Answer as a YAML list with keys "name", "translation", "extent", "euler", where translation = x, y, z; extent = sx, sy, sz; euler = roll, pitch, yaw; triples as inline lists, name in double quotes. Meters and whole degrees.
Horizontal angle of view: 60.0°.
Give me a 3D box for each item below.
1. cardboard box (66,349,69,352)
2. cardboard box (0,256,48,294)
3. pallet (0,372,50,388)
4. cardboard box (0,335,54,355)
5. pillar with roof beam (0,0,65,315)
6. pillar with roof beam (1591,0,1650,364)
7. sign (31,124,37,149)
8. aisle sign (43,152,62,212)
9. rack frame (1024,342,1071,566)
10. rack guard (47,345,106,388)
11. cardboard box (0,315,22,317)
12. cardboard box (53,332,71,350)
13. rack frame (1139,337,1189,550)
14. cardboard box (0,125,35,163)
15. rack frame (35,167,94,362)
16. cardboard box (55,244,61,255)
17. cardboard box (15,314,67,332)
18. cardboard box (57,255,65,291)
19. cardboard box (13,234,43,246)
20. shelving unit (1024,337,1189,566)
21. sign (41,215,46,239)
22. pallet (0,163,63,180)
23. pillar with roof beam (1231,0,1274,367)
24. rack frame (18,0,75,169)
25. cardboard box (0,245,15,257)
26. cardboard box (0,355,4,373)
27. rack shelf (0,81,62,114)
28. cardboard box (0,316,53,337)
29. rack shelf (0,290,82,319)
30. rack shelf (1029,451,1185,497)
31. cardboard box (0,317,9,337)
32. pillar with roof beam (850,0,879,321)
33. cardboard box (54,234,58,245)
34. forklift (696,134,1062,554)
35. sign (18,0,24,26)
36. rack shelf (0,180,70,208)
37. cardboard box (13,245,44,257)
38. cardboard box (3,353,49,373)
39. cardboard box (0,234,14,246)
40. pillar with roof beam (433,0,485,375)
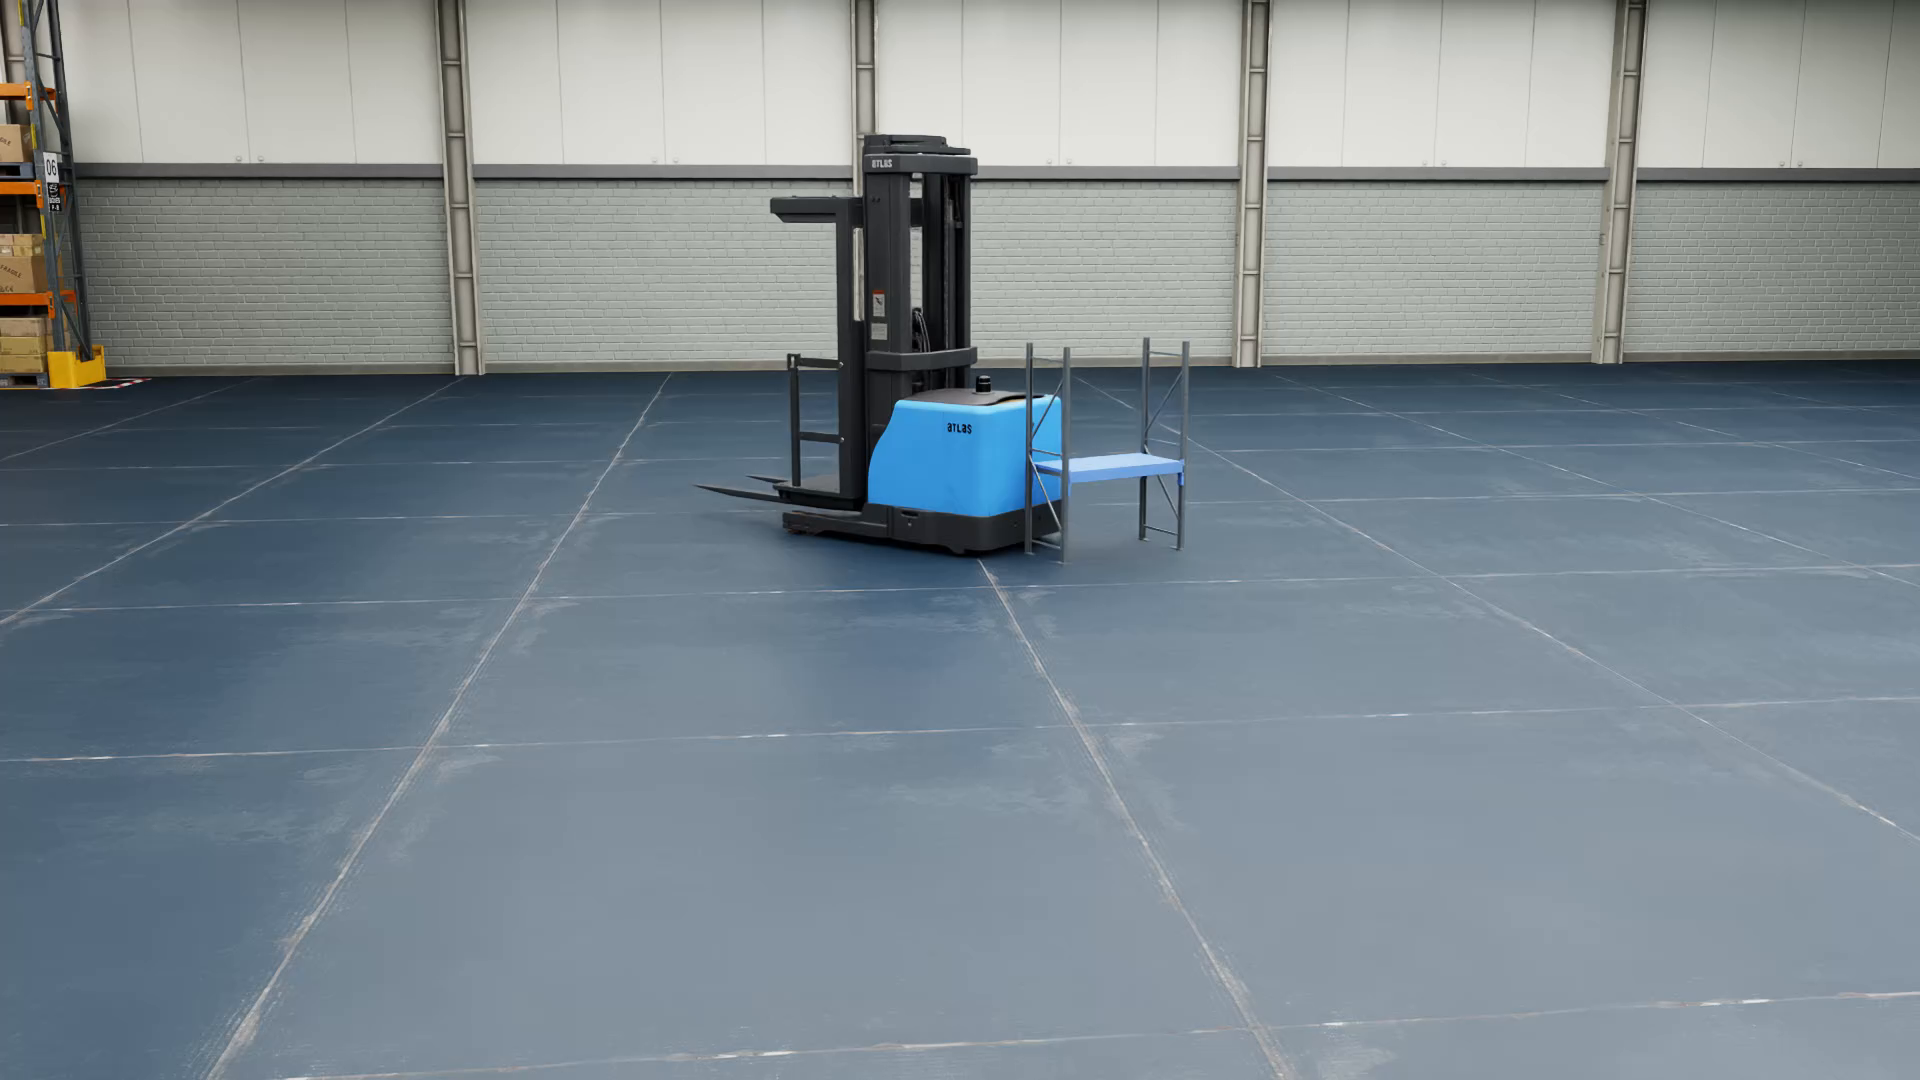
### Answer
- name: "cardboard box"
  translation: [-13.077, -2.579, 23.749]
  extent: [0.500, 0.250, 0.500]
  euler: [-1, 11, -6]
- name: "cardboard box"
  translation: [-13.029, -3.683, 23.068]
  extent: [0.500, 0.500, 0.500]
  euler: [-1, 11, -7]
- name: "pallet"
  translation: [-13.323, -2.303, 23.533]
  extent: [1.213, 0.211, 1.003]
  euler: [-1, 11, -6]
- name: "cardboard box"
  translation: [-13.018, -2.727, 23.206]
  extent: [0.500, 0.250, 0.500]
  euler: [-1, 11, -7]
- name: "pillar with roof beam"
  translation: [-12.892, -5.971, 19.413]
  extent: [0.400, 9.000, 9.100]
  euler: [-1, 11, -6]
- name: "pillar with roof beam"
  translation: [10.967, -6.471, 21.956]
  extent: [0.400, 9.000, 9.100]
  euler: [-1, 11, -6]
- name: "sign"
  translation: [-12.523, -5.458, 22.488]
  extent: [0.005, 0.325, 0.100]
  euler: [-1, 11, -6]
- name: "aisle sign"
  translation: [-12.471, -4.915, 22.855]
  extent: [0.004, 0.787, 0.394]
  euler: [-1, 11, -6]
- name: "rack frame"
  translation: [0.604, -0.602, 11.541]
  extent: [0.032, 1.500, 0.500]
  euler: [-7, 13, -30]
- name: "rack guard"
  translation: [-12.544, -2.469, 23.629]
  extent: [0.348, 0.500, 1.175]
  euler: [-1, 11, -6]
- name: "cardboard box"
  translation: [-13.562, -3.057, 23.591]
  extent: [0.500, 0.250, 0.500]
  euler: [-1, 11, -6]
- name: "cardboard box"
  translation: [-13.058, -2.827, 23.715]
  extent: [0.500, 0.250, 0.500]
  euler: [-1, 11, -5]
- name: "rack frame"
  translation: [1.474, -0.703, 12.056]
  extent: [0.032, 1.500, 0.500]
  euler: [-7, 13, -30]
- name: "cardboard box"
  translation: [-12.981, -5.415, 22.752]
  extent: [0.500, 0.500, 0.500]
  euler: [-1, 11, -4]
- name: "rack frame"
  translation: [-12.568, -3.695, 23.386]
  extent: [0.127, 3.000, 1.000]
  euler: [-1, 11, -6]
- name: "cardboard box"
  translation: [-12.933, -4.105, 23.531]
  extent: [0.250, 0.149, 0.380]
  euler: [-1, 11, -8]
- name: "cardboard box"
  translation: [-13.066, -3.068, 23.648]
  extent: [0.500, 0.250, 0.500]
  euler: [-1, 11, -7]
- name: "cardboard box"
  translation: [-13.090, -3.787, 23.595]
  extent: [0.500, 0.500, 0.500]
  euler: [-1, 11, -4]
- name: "cardboard box"
  translation: [-12.901, -4.160, 23.041]
  extent: [0.250, 0.149, 0.380]
  euler: [-1, 11, -6]
- name: "shelving unit"
  translation: [1.039, -0.652, 11.799]
  extent: [1.048, 1.500, 0.538]
  euler: [-7, 13, -30]
- name: "sign"
  translation: [-12.523, -4.275, 22.720]
  extent: [0.005, 0.325, 0.100]
  euler: [-1, 11, -6]
- name: "pallet"
  translation: [-13.273, -5.113, 23.055]
  extent: [1.213, 0.211, 1.003]
  euler: [-1, 11, -6]
- name: "pillar with roof beam"
  translation: [5.002, -6.346, 21.320]
  extent: [0.400, 9.000, 9.100]
  euler: [-1, 11, -6]
- name: "rack frame"
  translation: [-12.568, -6.638, 22.807]
  extent: [0.127, 3.000, 1.000]
  euler: [-1, 11, -6]
- name: "cardboard box"
  translation: [-13.133, -3.990, 22.947]
  extent: [0.250, 0.149, 0.380]
  euler: [-1, 11, -5]
- name: "cardboard box"
  translation: [-13.496, -2.473, 23.209]
  extent: [0.500, 0.250, 0.500]
  euler: [-1, 11, -6]
- name: "rack shelf"
  translation: [-14.556, -6.047, 22.703]
  extent: [4.000, 0.370, 1.077]
  euler: [-1, 11, -6]
- name: "cardboard box"
  translation: [-12.992, -2.973, 23.161]
  extent: [0.500, 0.250, 0.500]
  euler: [-1, 11, -4]
- name: "rack shelf"
  translation: [-14.556, -3.300, 23.243]
  extent: [4.000, 0.370, 1.077]
  euler: [-1, 11, -6]
- name: "rack shelf"
  translation: [1.039, -0.476, 11.833]
  extent: [1.000, 0.185, 0.538]
  euler: [-7, 13, -30]
- name: "cardboard box"
  translation: [-13.499, -2.961, 23.101]
  extent: [0.500, 0.250, 0.500]
  euler: [-1, 11, -5]
- name: "pillar with roof beam"
  translation: [-0.963, -6.221, 20.685]
  extent: [0.400, 9.000, 9.100]
  euler: [-1, 11, -6]
- name: "cardboard box"
  translation: [-12.925, -4.242, 23.458]
  extent: [0.250, 0.149, 0.380]
  euler: [-1, 11, -7]
- name: "forklift"
  translation: [-0.729, -1.539, 12.598]
  extent: [3.031, 2.935, 1.130]
  euler: [8, 14, 36]
- name: "sign"
  translation: [-12.523, -7.031, 22.178]
  extent: [0.005, 0.325, 0.100]
  euler: [-1, 11, -6]
- name: "rack shelf"
  translation: [-14.556, -4.772, 22.954]
  extent: [4.000, 0.370, 1.077]
  euler: [-1, 11, -6]
- name: "cardboard box"
  translation: [-12.882, -4.001, 23.003]
  extent: [0.250, 0.149, 0.380]
  euler: [-1, 11, -5]
- name: "cardboard box"
  translation: [-13.001, -2.481, 23.252]
  extent: [0.500, 0.250, 0.500]
  euler: [-1, 11, -6]
- name: "cardboard box"
  translation: [-13.143, -4.149, 22.985]
  extent: [0.250, 0.149, 0.380]
  euler: [-1, 11, -6]
- name: "pillar with roof beam"
  translation: [-6.927, -6.096, 20.049]
  extent: [0.400, 9.000, 9.100]
  euler: [-1, 11, -6]
